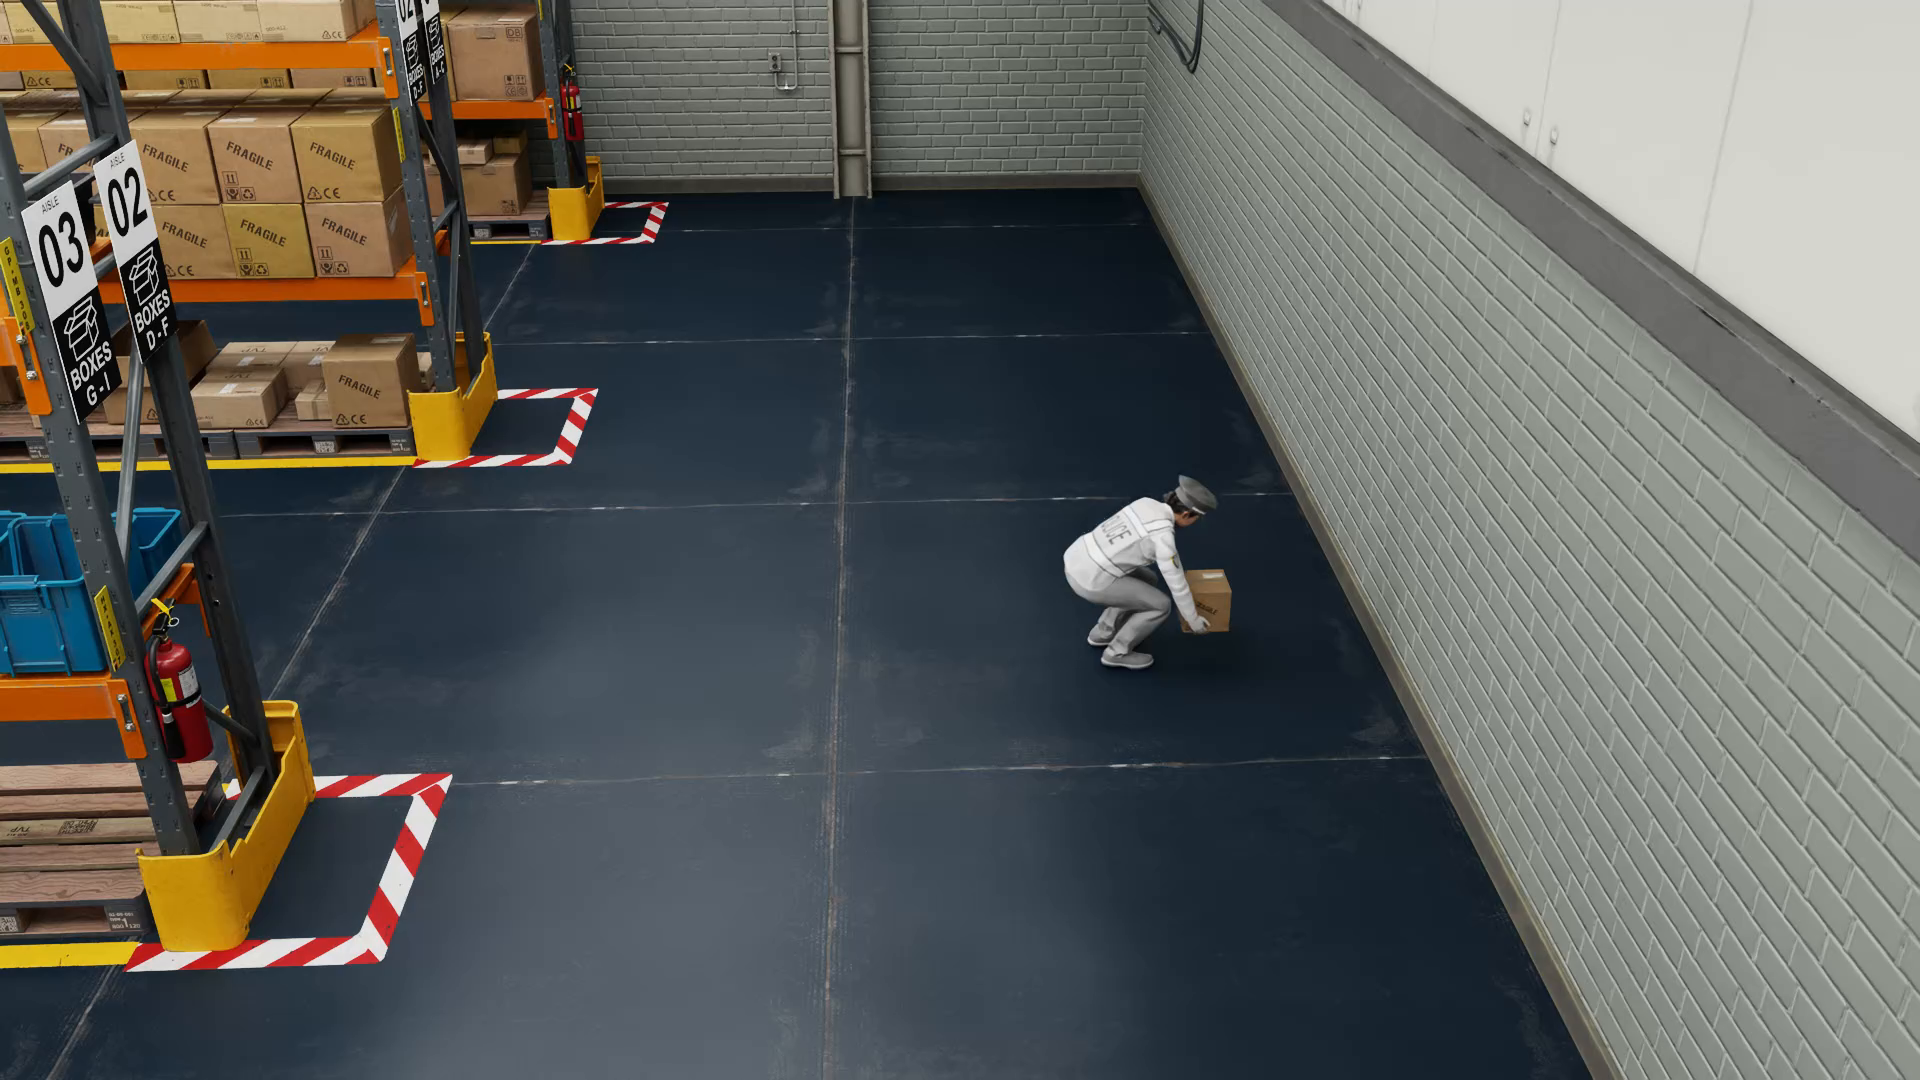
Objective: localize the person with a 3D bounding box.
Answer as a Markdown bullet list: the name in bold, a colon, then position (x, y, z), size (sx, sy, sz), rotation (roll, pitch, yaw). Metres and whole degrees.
- **person**: position (0.968, 0.158, 9.001), size (0.819, 1.036, 0.497), rotation (-1, 28, -3)
